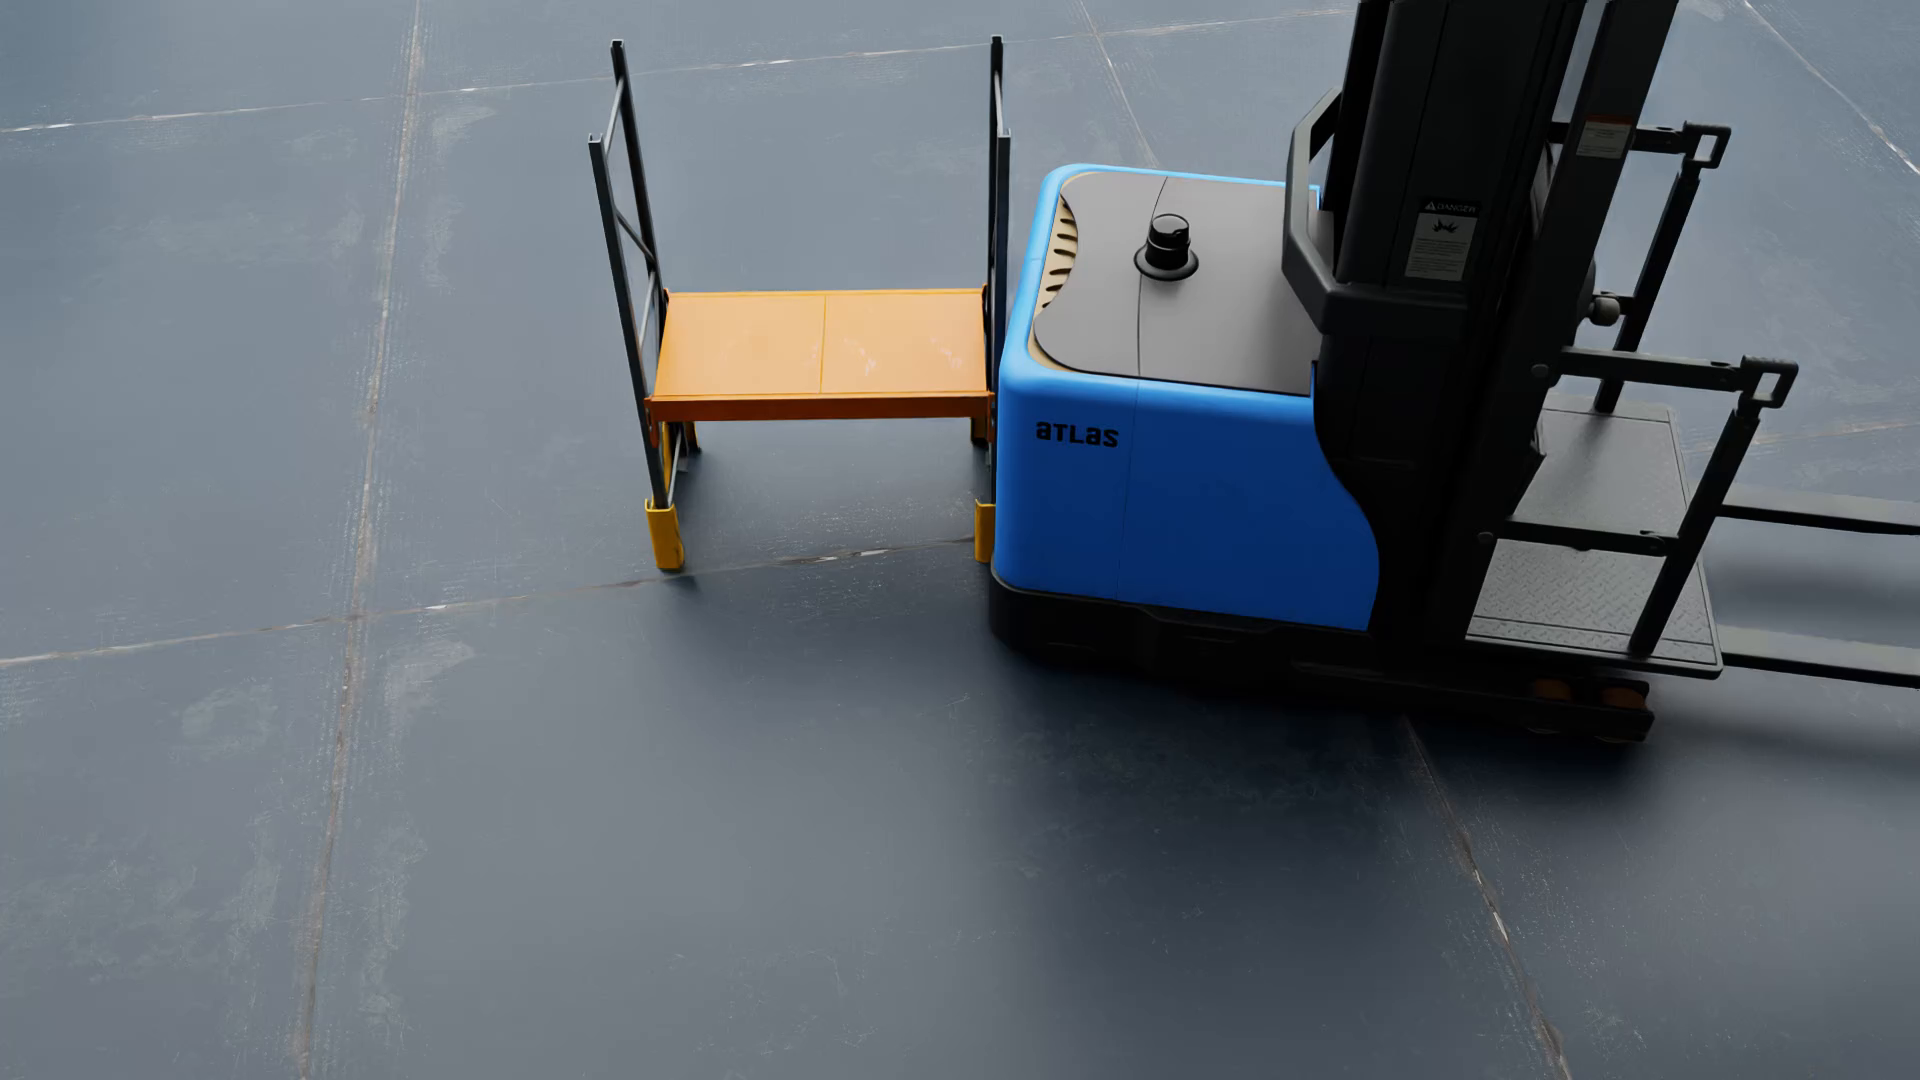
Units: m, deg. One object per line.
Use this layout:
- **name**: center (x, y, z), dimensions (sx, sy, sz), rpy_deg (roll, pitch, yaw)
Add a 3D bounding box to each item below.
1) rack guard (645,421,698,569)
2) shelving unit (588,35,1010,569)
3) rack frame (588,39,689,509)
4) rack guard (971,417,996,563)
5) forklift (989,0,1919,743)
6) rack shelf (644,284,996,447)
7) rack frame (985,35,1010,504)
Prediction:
- **rack guard**: center (-0.911, -0.210, 5.279), dimensions (0.087, 0.250, 0.587), rpy_deg (-1, 46, -1)
- **shelving unit**: center (-0.413, -0.652, 4.837), dimensions (1.083, 1.500, 0.587), rpy_deg (-1, 46, -1)
- **rack frame**: center (-0.912, -0.644, 4.829), dimensions (0.032, 1.500, 0.500), rpy_deg (-1, 46, -1)
- **rack guard**: center (0.085, -0.227, 5.295), dimensions (0.087, 0.250, 0.587), rpy_deg (-1, 46, -1)
- **forklift**: center (1.650, -0.859, 4.042), dimensions (3.031, 2.935, 1.130), rpy_deg (7, 46, 7)
- **rack shelf**: center (-0.404, -0.527, 4.966), dimensions (1.000, 0.185, 0.538), rpy_deg (-1, 46, -1)
- **rack frame**: center (0.104, -0.661, 4.845), dimensions (0.032, 1.500, 0.500), rpy_deg (-1, 46, -1)
